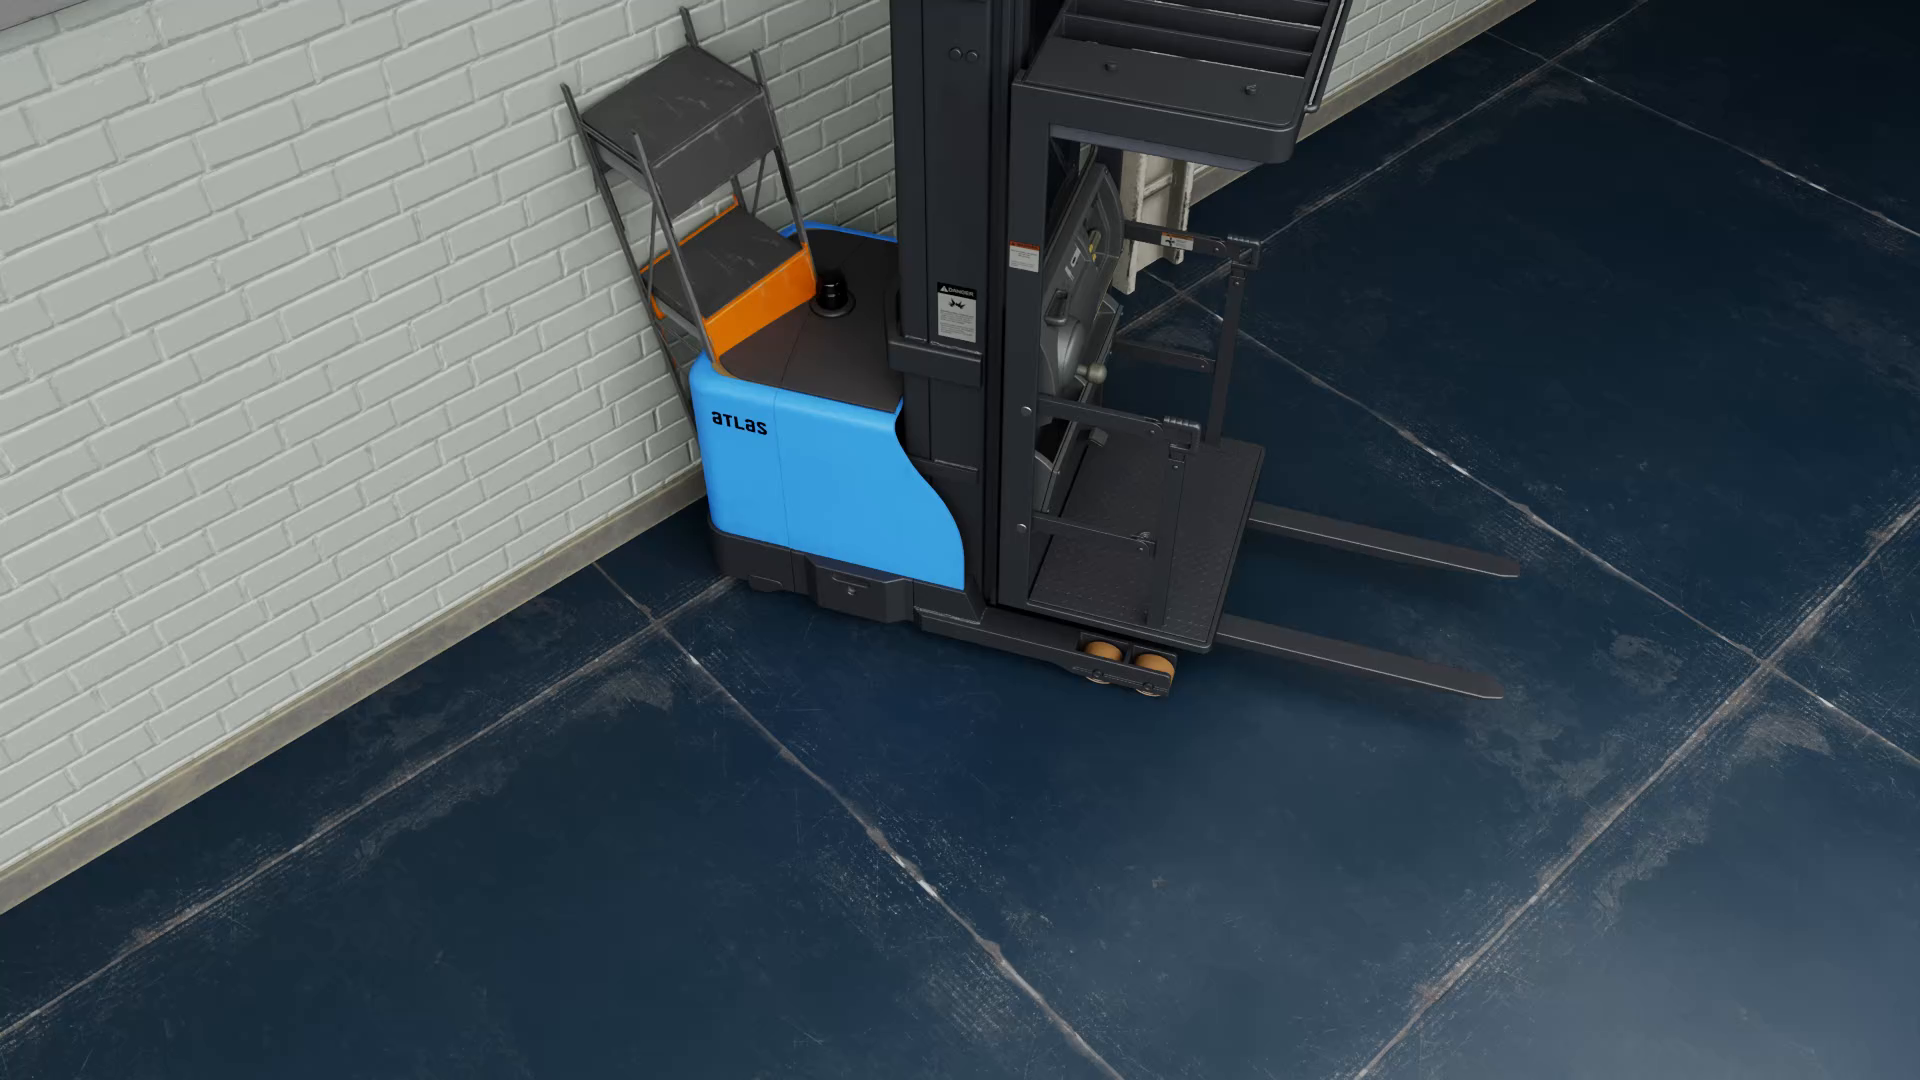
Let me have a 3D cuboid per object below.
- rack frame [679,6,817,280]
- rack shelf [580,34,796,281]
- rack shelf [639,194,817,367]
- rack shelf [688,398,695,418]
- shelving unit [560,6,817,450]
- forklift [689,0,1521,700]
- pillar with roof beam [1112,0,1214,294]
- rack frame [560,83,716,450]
[{"bbox_3d":[-0.650,-1.014,6.165,0.015,2.100,0.400,-40,58,-20],"label":"rack frame"},{"bbox_3d":[-0.906,-1.271,5.534,0.480,0.518,0.431,-40,58,-20],"label":"rack shelf"},{"bbox_3d":[-0.823,-0.857,6.092,0.480,0.518,0.431,-40,58,-20],"label":"rack shelf"},{"bbox_3d":[-0.740,-0.443,6.650,0.480,0.518,0.431,-40,58,-20],"label":"rack shelf"},{"bbox_3d":[-0.824,-0.865,6.081,0.503,2.100,0.431,-40,58,-20],"label":"shelving unit"},{"bbox_3d":[0.600,-0.852,5.542,3.031,2.935,1.130,13,49,12],"label":"forklift"},{"bbox_3d":[3.723,-2.043,2.512,0.400,9.000,9.100,-34,56,-27],"label":"pillar with roof beam"},{"bbox_3d":[-0.998,-0.716,5.996,0.015,2.100,0.400,-40,58,-20],"label":"rack frame"}]
